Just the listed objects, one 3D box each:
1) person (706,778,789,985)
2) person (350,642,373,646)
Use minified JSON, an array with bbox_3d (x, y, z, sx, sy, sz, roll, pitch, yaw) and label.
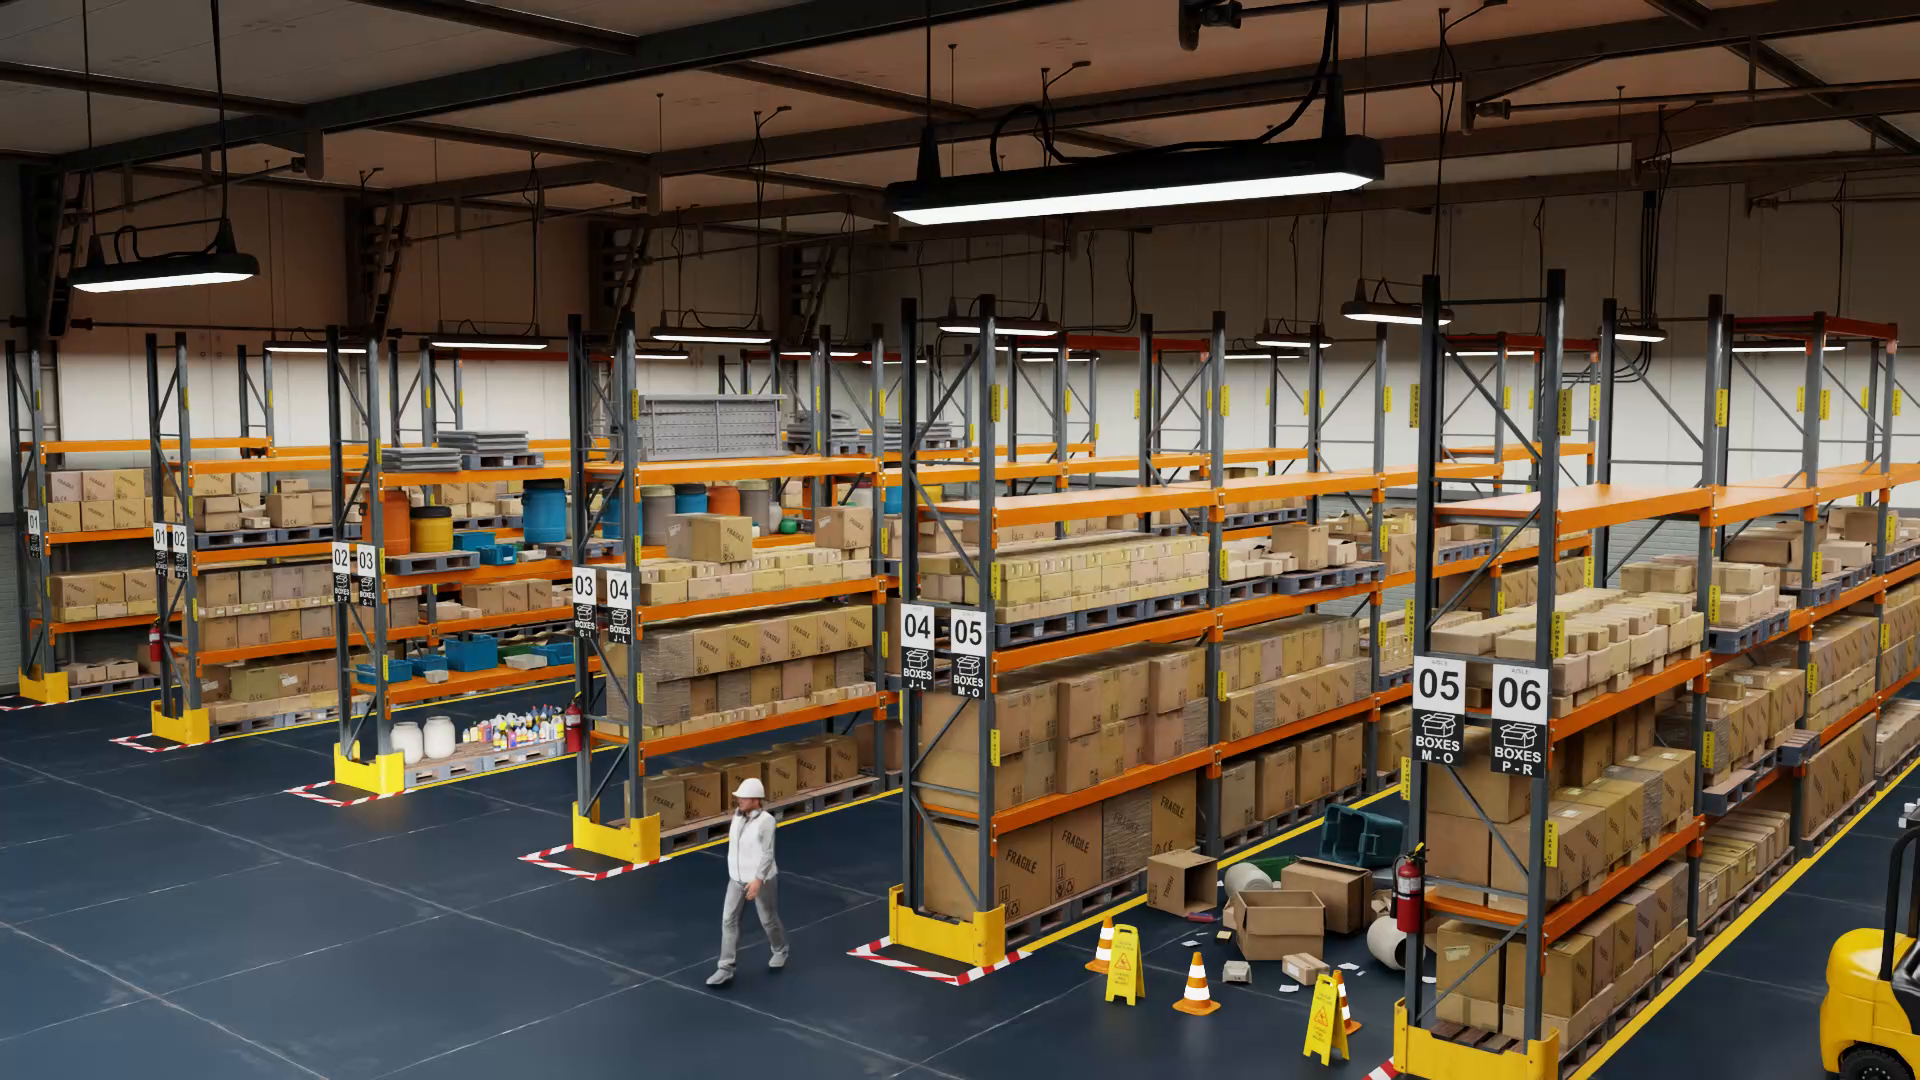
[{"bbox_3d":[-1.853,2.969,14.627,0.558,1.746,0.888,3,6,33],"label":"person"},{"bbox_3d":[-11.064,1.577,30.570,0.516,1.656,0.478,-4,6,-37],"label":"person"}]
